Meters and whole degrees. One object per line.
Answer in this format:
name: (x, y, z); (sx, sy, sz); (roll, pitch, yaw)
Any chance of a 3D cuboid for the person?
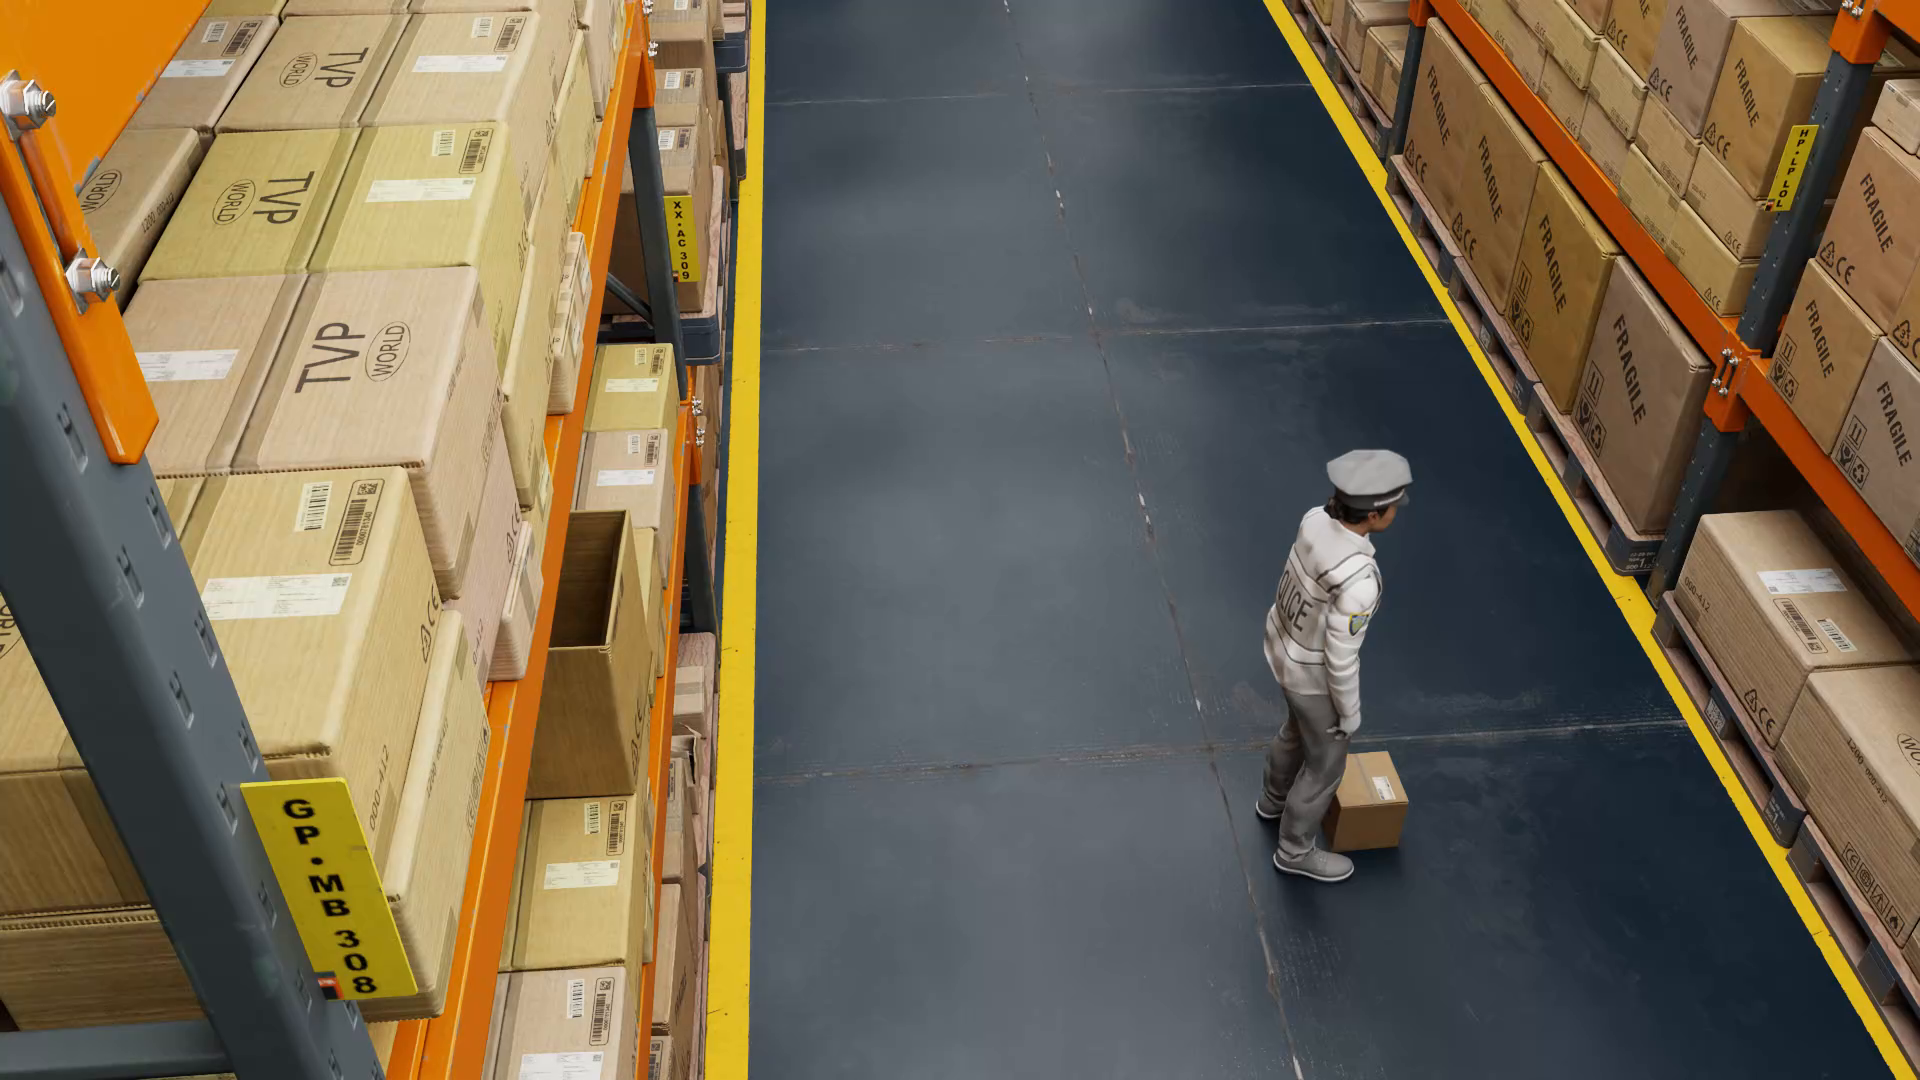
person: (1.236, 0.452, 5.602); (0.359, 1.662, 0.463); (-5, 40, -6)
